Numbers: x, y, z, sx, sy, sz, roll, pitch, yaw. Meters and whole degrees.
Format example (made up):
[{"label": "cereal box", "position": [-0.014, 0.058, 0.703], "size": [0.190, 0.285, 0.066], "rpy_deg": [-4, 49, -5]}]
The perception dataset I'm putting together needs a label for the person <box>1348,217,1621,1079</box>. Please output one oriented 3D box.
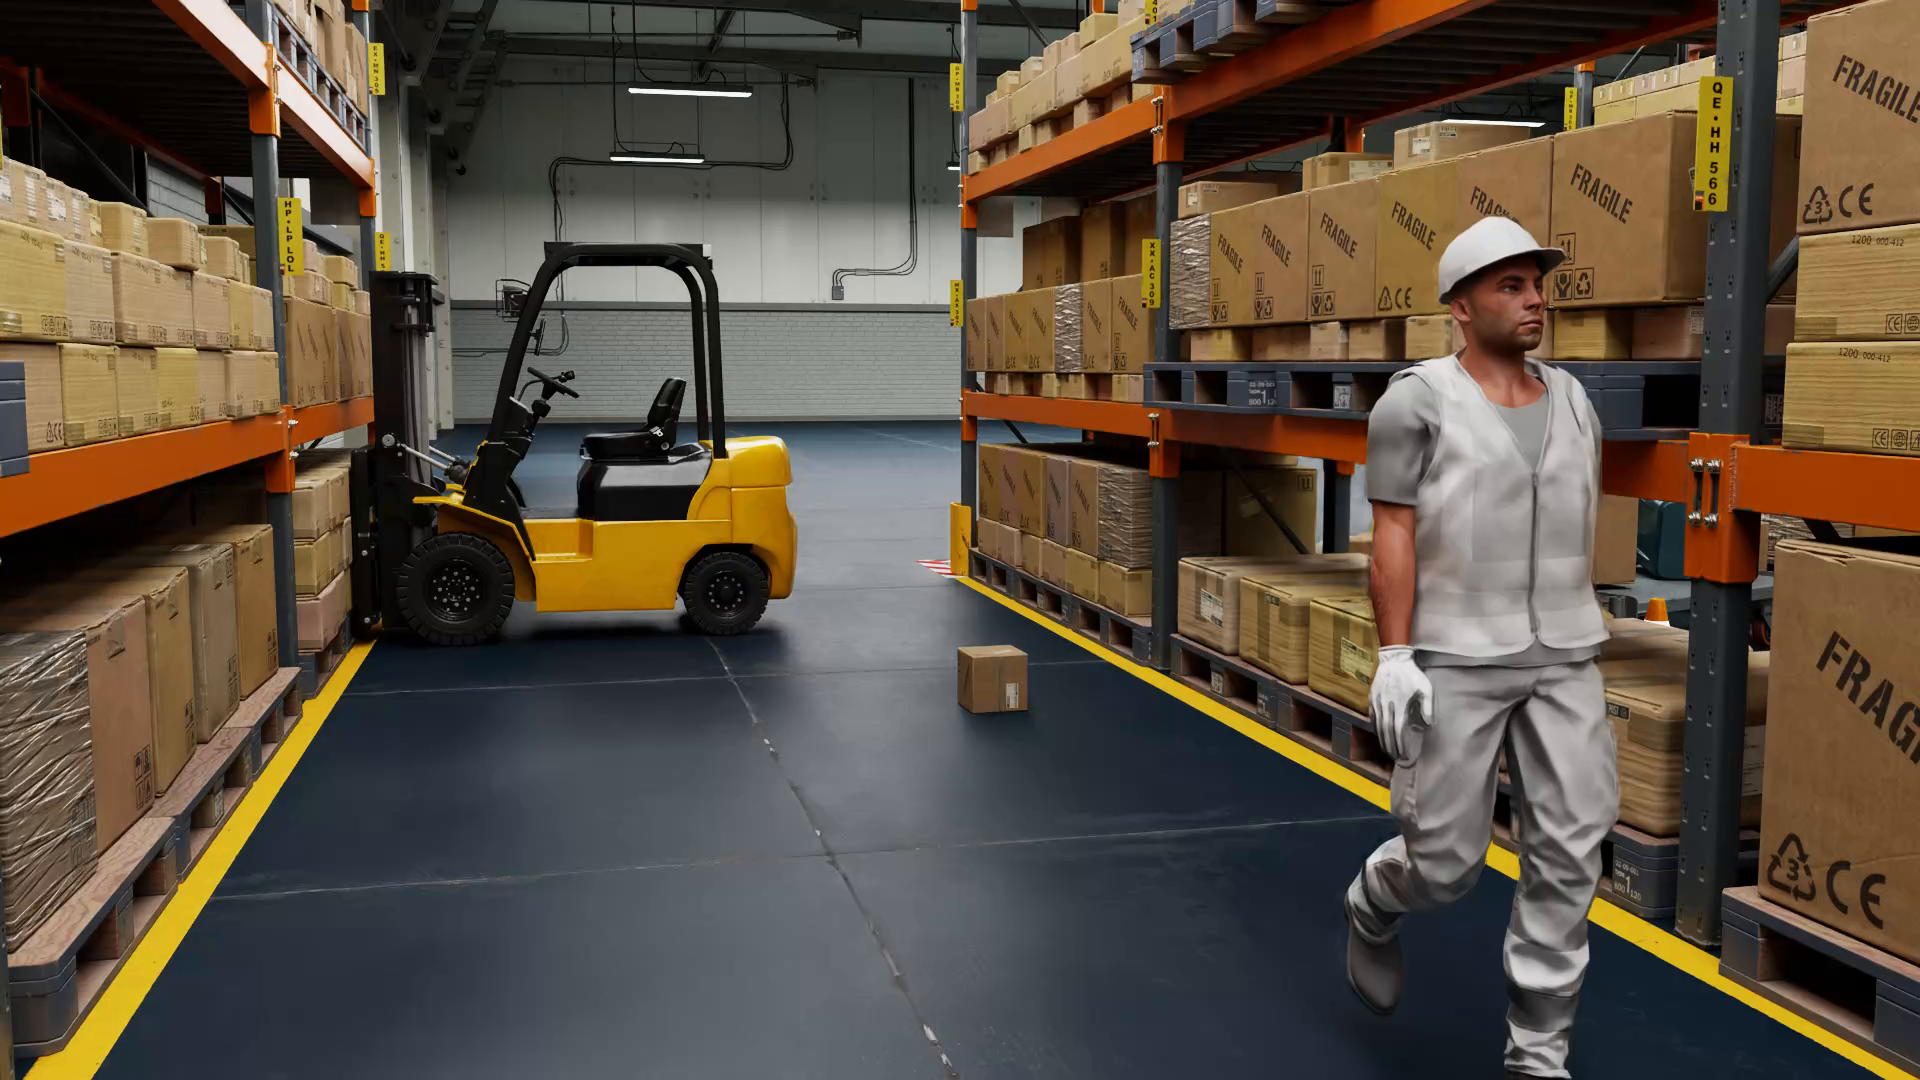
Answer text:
[{"label": "person", "position": [8.296, -1.806, 22.842], "size": [20.496, 1.789, 37.139], "rpy_deg": [-1, 6, -8]}]
